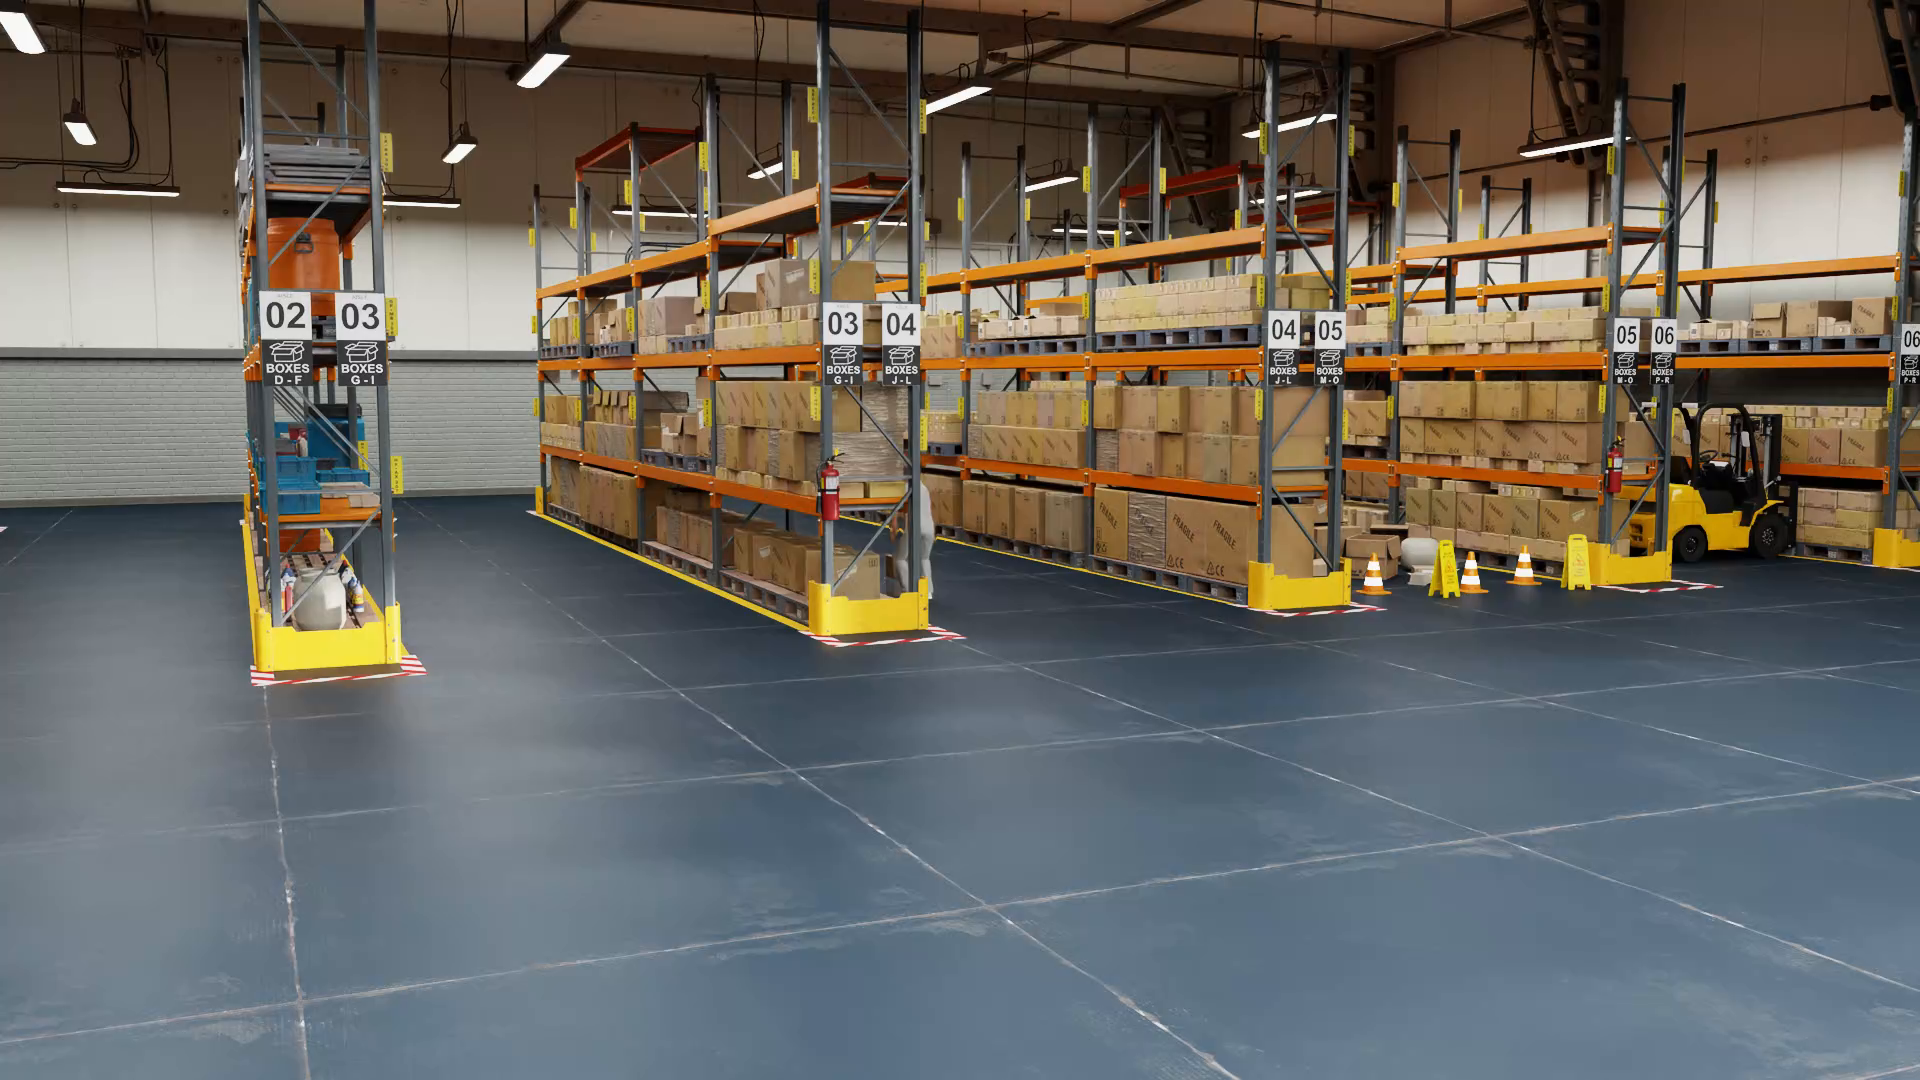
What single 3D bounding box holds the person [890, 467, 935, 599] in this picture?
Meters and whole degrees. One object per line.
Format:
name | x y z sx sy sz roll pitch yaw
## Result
person | -0.541 -0.072 18.714 0.486 1.493 0.554 -2 6 -24
